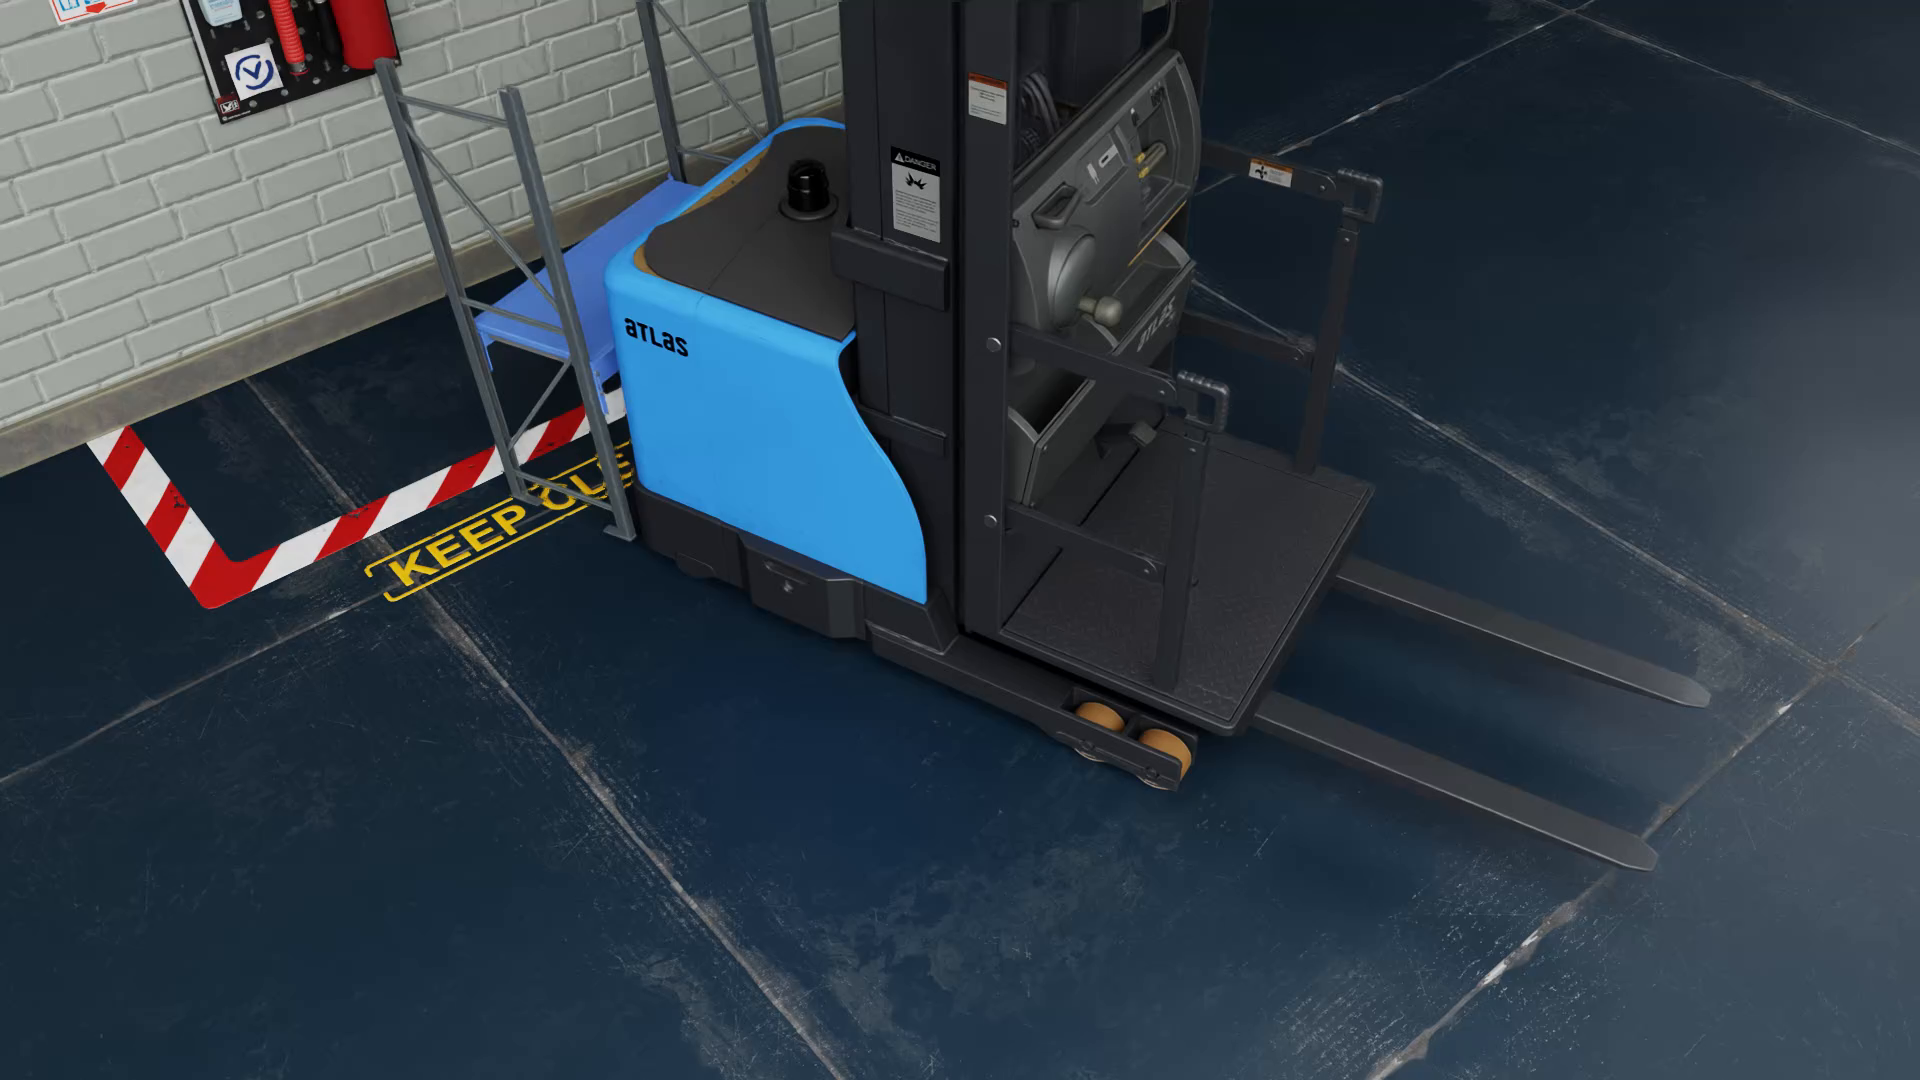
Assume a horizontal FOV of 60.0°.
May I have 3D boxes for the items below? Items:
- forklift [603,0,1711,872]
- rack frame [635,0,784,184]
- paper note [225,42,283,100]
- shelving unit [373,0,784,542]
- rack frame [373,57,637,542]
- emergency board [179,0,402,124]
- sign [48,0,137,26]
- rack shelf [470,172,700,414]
[{"bbox_3d":[0.548,-0.810,3.972,3.031,2.935,1.130,22,47,21],"label":"forklift"},{"bbox_3d":[-0.760,-1.238,5.445,0.500,1.500,0.032,19,46,26],"label":"rack frame"},{"bbox_3d":[-2.245,-1.491,5.290,0.142,0.148,0.016,-30,51,-28],"label":"paper note"},{"bbox_3d":[-1.023,-0.940,5.128,0.538,1.500,1.048,19,46,26],"label":"shelving unit"},{"bbox_3d":[-1.286,-0.643,4.811,0.500,1.500,0.032,19,46,26],"label":"rack frame"},{"bbox_3d":[-2.065,-1.854,5.033,0.643,1.169,0.194,-30,51,-28],"label":"emergency board"},{"bbox_3d":[-2.555,-1.678,4.820,0.234,0.329,0.001,-30,51,-28],"label":"sign"},{"bbox_3d":[-1.010,-0.804,5.245,0.538,0.185,1.000,19,46,26],"label":"rack shelf"}]
